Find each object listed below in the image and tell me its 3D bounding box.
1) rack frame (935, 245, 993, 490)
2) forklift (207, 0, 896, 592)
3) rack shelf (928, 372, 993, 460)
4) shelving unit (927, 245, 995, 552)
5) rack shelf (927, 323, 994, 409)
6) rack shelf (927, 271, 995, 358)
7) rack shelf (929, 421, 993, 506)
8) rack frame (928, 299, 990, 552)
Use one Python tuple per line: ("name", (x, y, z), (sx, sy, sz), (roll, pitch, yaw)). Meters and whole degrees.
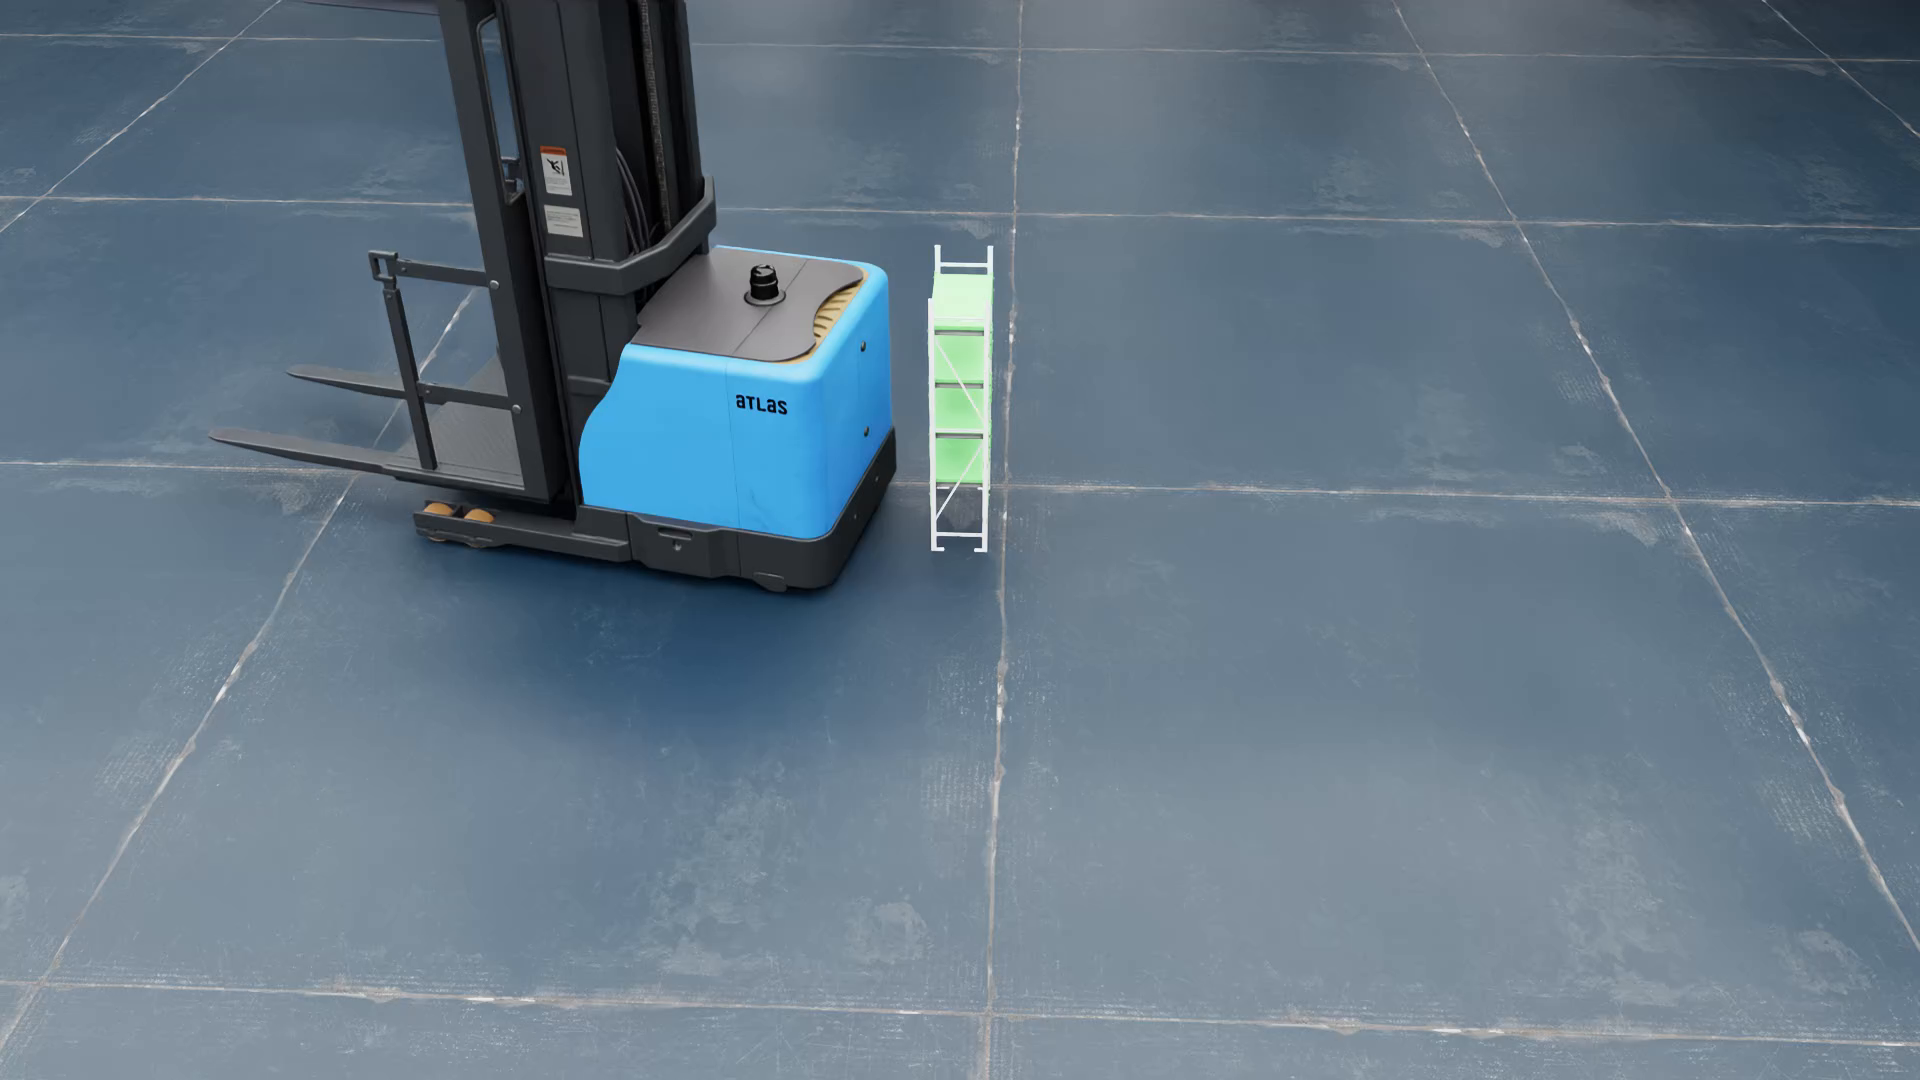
("rack frame", (0.016, -0.726, 7.240), (0.240, 1.200, 0.015), (1, 35, 2))
("forklift", (-1.866, -1.446, 6.758), (3.031, 2.935, 1.130), (9, 36, 12))
("rack shelf", (0.007, -0.534, 7.077), (0.258, 0.148, 0.480), (1, 35, 2))
("shelving unit", (0.007, -0.586, 7.040), (0.258, 1.200, 0.503), (1, 35, 2))
("rack shelf", (0.007, -0.730, 6.939), (0.258, 0.148, 0.480), (1, 35, 2))
("rack shelf", (0.007, -0.926, 6.801), (0.258, 0.148, 0.480), (1, 35, 2))
("rack shelf", (0.007, -0.337, 7.215), (0.258, 0.148, 0.480), (1, 35, 2))
("rack frame", (-0.003, -0.446, 6.841), (0.240, 1.200, 0.015), (1, 35, 2))
